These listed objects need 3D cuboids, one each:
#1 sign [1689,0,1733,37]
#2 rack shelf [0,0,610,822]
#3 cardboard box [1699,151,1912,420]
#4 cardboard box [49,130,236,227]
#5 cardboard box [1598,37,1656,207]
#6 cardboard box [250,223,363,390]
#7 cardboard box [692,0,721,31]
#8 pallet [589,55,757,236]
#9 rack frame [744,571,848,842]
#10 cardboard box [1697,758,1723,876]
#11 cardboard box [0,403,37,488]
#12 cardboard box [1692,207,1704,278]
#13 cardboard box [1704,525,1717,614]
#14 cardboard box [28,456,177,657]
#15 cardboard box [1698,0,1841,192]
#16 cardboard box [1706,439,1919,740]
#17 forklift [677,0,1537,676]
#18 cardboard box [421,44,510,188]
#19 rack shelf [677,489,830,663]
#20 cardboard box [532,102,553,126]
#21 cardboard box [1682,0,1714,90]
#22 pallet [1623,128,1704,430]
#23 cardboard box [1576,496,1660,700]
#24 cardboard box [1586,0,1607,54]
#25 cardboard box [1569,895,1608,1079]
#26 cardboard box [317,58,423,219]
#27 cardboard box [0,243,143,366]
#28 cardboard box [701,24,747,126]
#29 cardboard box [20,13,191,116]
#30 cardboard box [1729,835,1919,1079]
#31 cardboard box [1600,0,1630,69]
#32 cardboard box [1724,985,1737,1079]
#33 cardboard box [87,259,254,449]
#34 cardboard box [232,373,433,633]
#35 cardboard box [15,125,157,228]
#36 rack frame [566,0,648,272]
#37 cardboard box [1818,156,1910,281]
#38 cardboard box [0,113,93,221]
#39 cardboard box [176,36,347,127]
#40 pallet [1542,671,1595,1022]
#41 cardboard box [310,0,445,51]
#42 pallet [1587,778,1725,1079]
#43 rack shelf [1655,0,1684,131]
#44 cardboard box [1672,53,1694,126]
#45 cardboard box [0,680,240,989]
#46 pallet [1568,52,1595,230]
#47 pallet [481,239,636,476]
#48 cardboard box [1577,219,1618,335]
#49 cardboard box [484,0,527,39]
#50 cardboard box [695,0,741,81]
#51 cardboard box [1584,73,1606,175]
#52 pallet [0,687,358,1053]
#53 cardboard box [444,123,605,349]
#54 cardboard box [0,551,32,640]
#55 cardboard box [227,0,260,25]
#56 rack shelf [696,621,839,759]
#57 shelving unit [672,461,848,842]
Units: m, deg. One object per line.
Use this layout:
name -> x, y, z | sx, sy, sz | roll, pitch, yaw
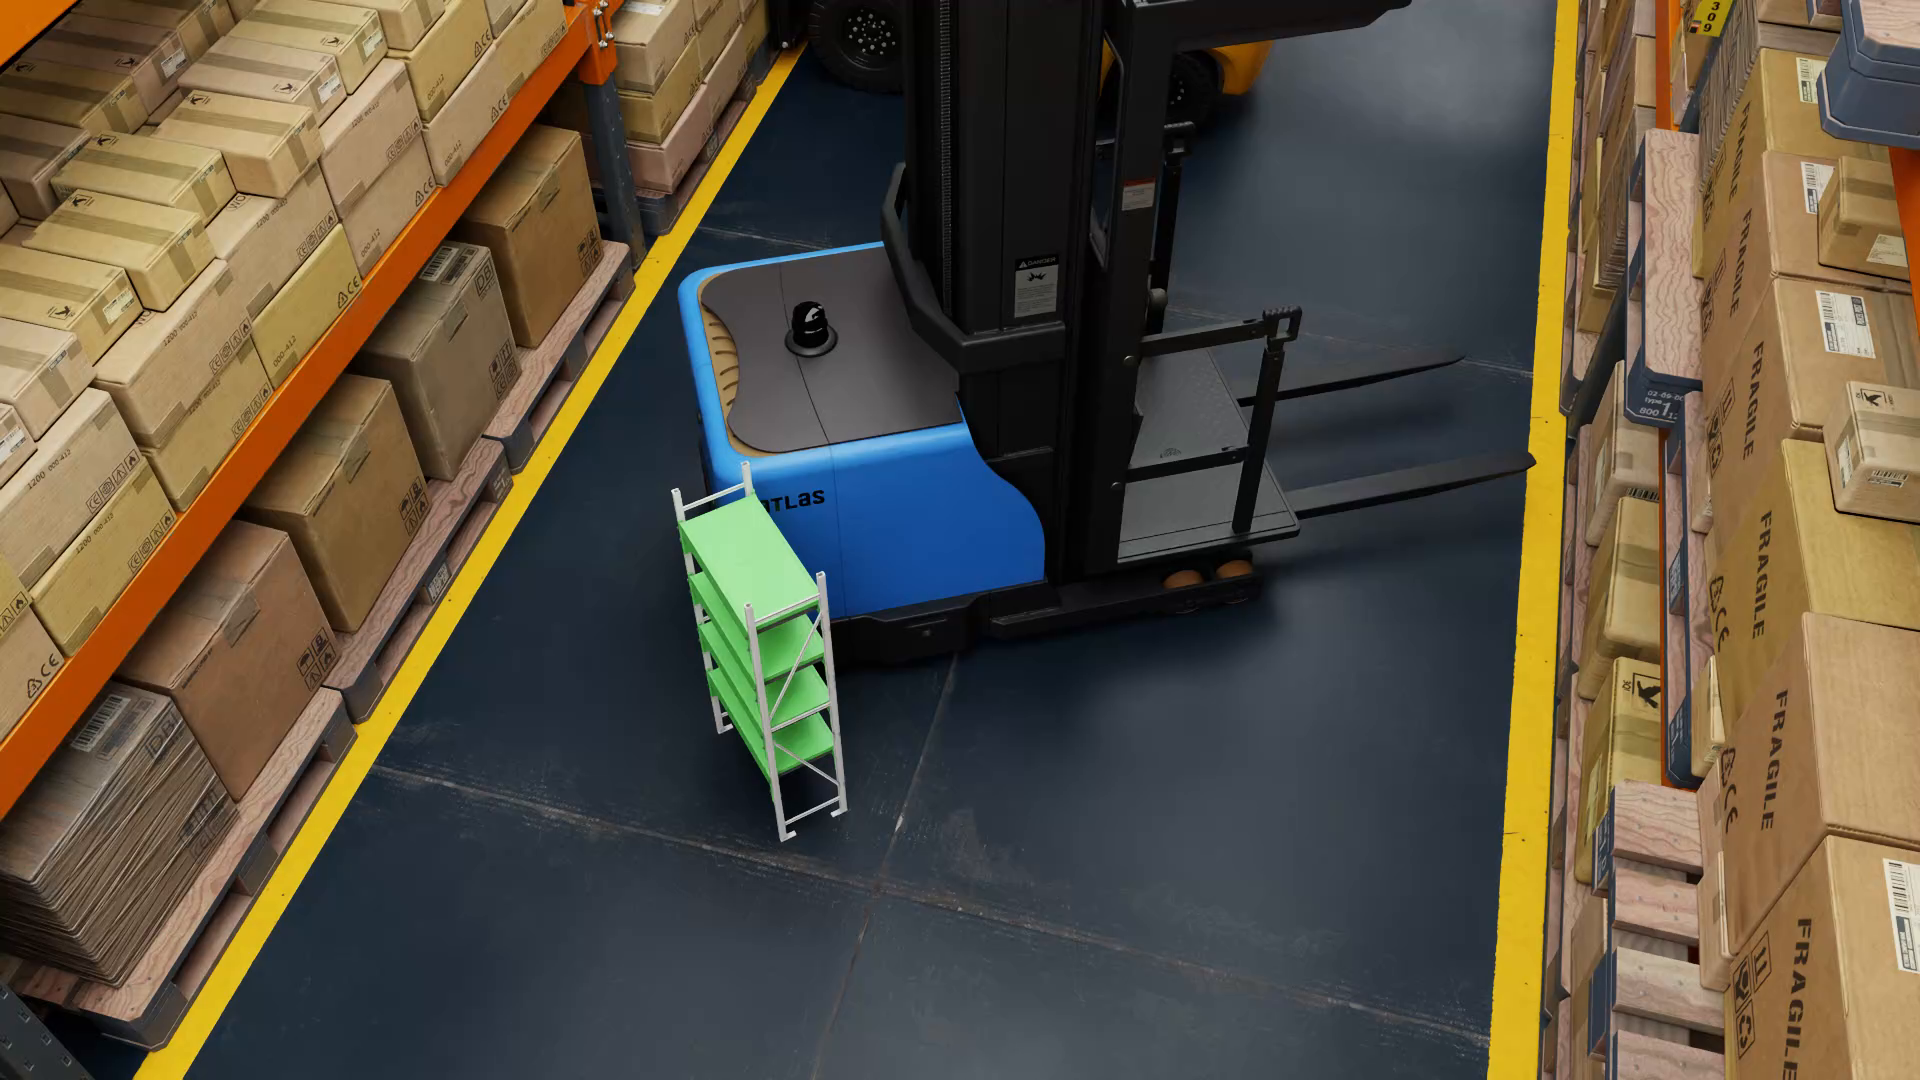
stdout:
sign -> 2.381, -1.723, 5.193 | 0.100, 0.325, 0.005 | 12, 50, 10
rack shelf -> -2.410, -0.627, 5.283 | 1.077, 0.370, 4.000 | 12, 50, 10
cardboard box -> 2.232, -0.606, 4.239 | 0.500, 0.500, 0.500 | 11, 50, 10
cardboard box -> -2.263, -0.982, 4.617 | 0.380, 0.149, 0.250 | 12, 50, 10
cardboard box -> 2.935, -1.662, 6.770 | 0.500, 0.500, 0.500 | 12, 50, 11
cardboard box -> -2.179, -0.754, 5.014 | 0.500, 0.250, 0.500 | 13, 50, 11
cardboard box -> -1.309, -2.528, 7.367 | 0.500, 0.250, 0.500 | 12, 50, 10
pallet -> -1.633, -1.956, 7.836 | 1.003, 0.211, 1.213 | 12, 50, 10
rack frame -> -0.478, 0.532, 4.980 | 0.240, 1.200, 0.015 | -23, 53, -19
cardboard box -> 1.811, 0.639, 3.573 | 0.380, 0.149, 0.250 | 9, 49, 8
cardboard box -> -2.456, -0.223, 3.947 | 0.380, 0.149, 0.250 | 13, 50, 11
cardboard box -> 2.382, -0.875, 4.909 | 0.380, 0.149, 0.250 | 12, 50, 11
cardboard box -> 2.044, 0.082, 4.064 | 0.380, 0.149, 0.250 | 10, 49, 9
cardboard box -> -2.446, -0.005, 4.354 | 0.500, 0.250, 0.500 | 11, 49, 9
cardboard box -> 2.506, -1.323, 4.872 | 0.500, 0.500, 0.500 | 13, 50, 11
cardboard box -> 1.962, 0.162, 3.561 | 0.500, 0.500, 0.500 | 9, 49, 7
forklift -> 0.605, -1.081, 5.249 | 3.031, 2.935, 1.130 | -10, 49, -9
cardboard box -> -1.890, -1.482, 5.657 | 0.500, 0.250, 0.500 | 11, 50, 10
rack shelf -> -0.599, 0.098, 4.808 | 0.258, 0.148, 0.480 | -23, 53, -19
cardboard box -> -1.953, -2.099, 7.323 | 0.500, 0.250, 0.500 | 11, 49, 9
cardboard box -> 2.783, -1.837, 5.606 | 0.500, 0.500, 0.500 | 10, 49, 9
pallet -> 2.565, -0.748, 5.037 | 1.003, 0.211, 1.213 | 12, 50, 10
cardboard box -> 2.585, 0.296, 5.461 | 0.950, 0.372, 0.625 | 14, 50, 12
cardboard box -> 3.339, -2.561, 8.064 | 0.500, 0.250, 0.500 | 13, 50, 11
cardboard box -> 2.198, 1.347, 4.534 | 0.950, 0.372, 0.625 | 11, 49, 9
cardboard box -> -2.034, -1.280, 5.146 | 0.500, 0.250, 0.500 | 12, 50, 11
cardboard box -> -2.362, -0.603, 4.282 | 0.380, 0.149, 0.250 | 12, 50, 10
cardboard box -> -1.318, -2.196, 7.741 | 0.500, 0.250, 0.500 | 11, 49, 9
cardboard box -> -2.569, -1.436, 5.018 | 0.380, 0.149, 0.250 | 11, 50, 10
cardboard box -> 1.705, 0.904, 2.906 | 0.500, 0.500, 0.500 | 10, 49, 9
cardboard box -> 3.201, -2.419, 7.438 | 0.500, 0.500, 0.500 | 12, 50, 11
cardboard box -> 1.714, 1.010, 3.245 | 0.380, 0.149, 0.250 | 12, 50, 11
cardboard box -> -2.295, -0.544, 4.496 | 0.500, 0.250, 0.500 | 10, 49, 9
cardboard box -> -2.417, -0.182, 5.713 | 0.875, 0.625, 0.625 | 10, 49, 8
cardboard box -> -2.679, -1.009, 4.906 | 0.500, 0.250, 0.500 | 11, 49, 9
rack frame -> -1.883, -2.312, 6.290 | 1.000, 3.000, 0.127 | 12, 50, 10
cardboard box -> 2.255, -0.744, 3.928 | 0.380, 0.149, 0.250 | 14, 50, 12
cardboard box -> -2.660, -1.056, 4.682 | 0.380, 0.149, 0.250 | 13, 50, 11
cardboard box -> -2.067, -1.339, 4.932 | 0.380, 0.149, 0.250 | 12, 50, 10
pallet -> 2.384, 1.036, 5.195 | 1.003, 0.211, 1.213 | 12, 50, 10
cardboard box -> -1.866, -1.696, 5.247 | 0.380, 0.149, 0.250 | 10, 49, 9
pallet -> 1.938, 1.085, 3.420 | 1.213, 0.211, 1.003 | 12, 50, 10
rack shelf -> 3.433, -2.544, 6.974 | 1.077, 0.370, 4.000 | 12, 50, 10
cardboard box -> 2.697, -1.545, 5.780 | 0.380, 0.149, 0.250 | 11, 50, 10
cardboard box -> -2.759, 0.780, 4.865 | 0.875, 0.625, 0.625 | 13, 50, 11
pallet -> 3.368, -1.791, 7.690 | 1.003, 0.211, 1.213 | 12, 50, 10
pallet -> -2.039, -0.849, 6.858 | 1.003, 0.211, 1.213 | 12, 50, 10
cardboard box -> 2.803, -1.045, 6.726 | 0.500, 0.250, 0.500 | 14, 50, 12
cardboard box -> -1.766, -2.022, 5.801 | 0.500, 0.250, 0.500 | 11, 49, 9
cardboard box -> -1.327, -2.360, 7.553 | 0.500, 0.250, 0.500 | 11, 50, 10
cardboard box -> 3.072, -1.799, 7.391 | 0.500, 0.250, 0.500 | 12, 50, 11
pallet -> -2.682, 0.916, 5.301 | 1.003, 0.211, 1.213 | 12, 50, 10
cardboard box -> -2.010, -1.286, 6.688 | 0.875, 0.625, 0.625 | 14, 50, 12
cardboard box -> -2.559, 0.198, 3.842 | 0.500, 0.250, 0.500 | 12, 50, 10
cardboard box -> -2.418, -1.795, 5.334 | 0.380, 0.149, 0.250 | 11, 50, 10
rack shelf -> -0.599, 0.416, 5.168 | 0.258, 0.148, 0.480 | -23, 53, -19
shelving unit -> -0.599, 0.374, 5.120 | 0.258, 1.200, 0.503 | -23, 53, -19
